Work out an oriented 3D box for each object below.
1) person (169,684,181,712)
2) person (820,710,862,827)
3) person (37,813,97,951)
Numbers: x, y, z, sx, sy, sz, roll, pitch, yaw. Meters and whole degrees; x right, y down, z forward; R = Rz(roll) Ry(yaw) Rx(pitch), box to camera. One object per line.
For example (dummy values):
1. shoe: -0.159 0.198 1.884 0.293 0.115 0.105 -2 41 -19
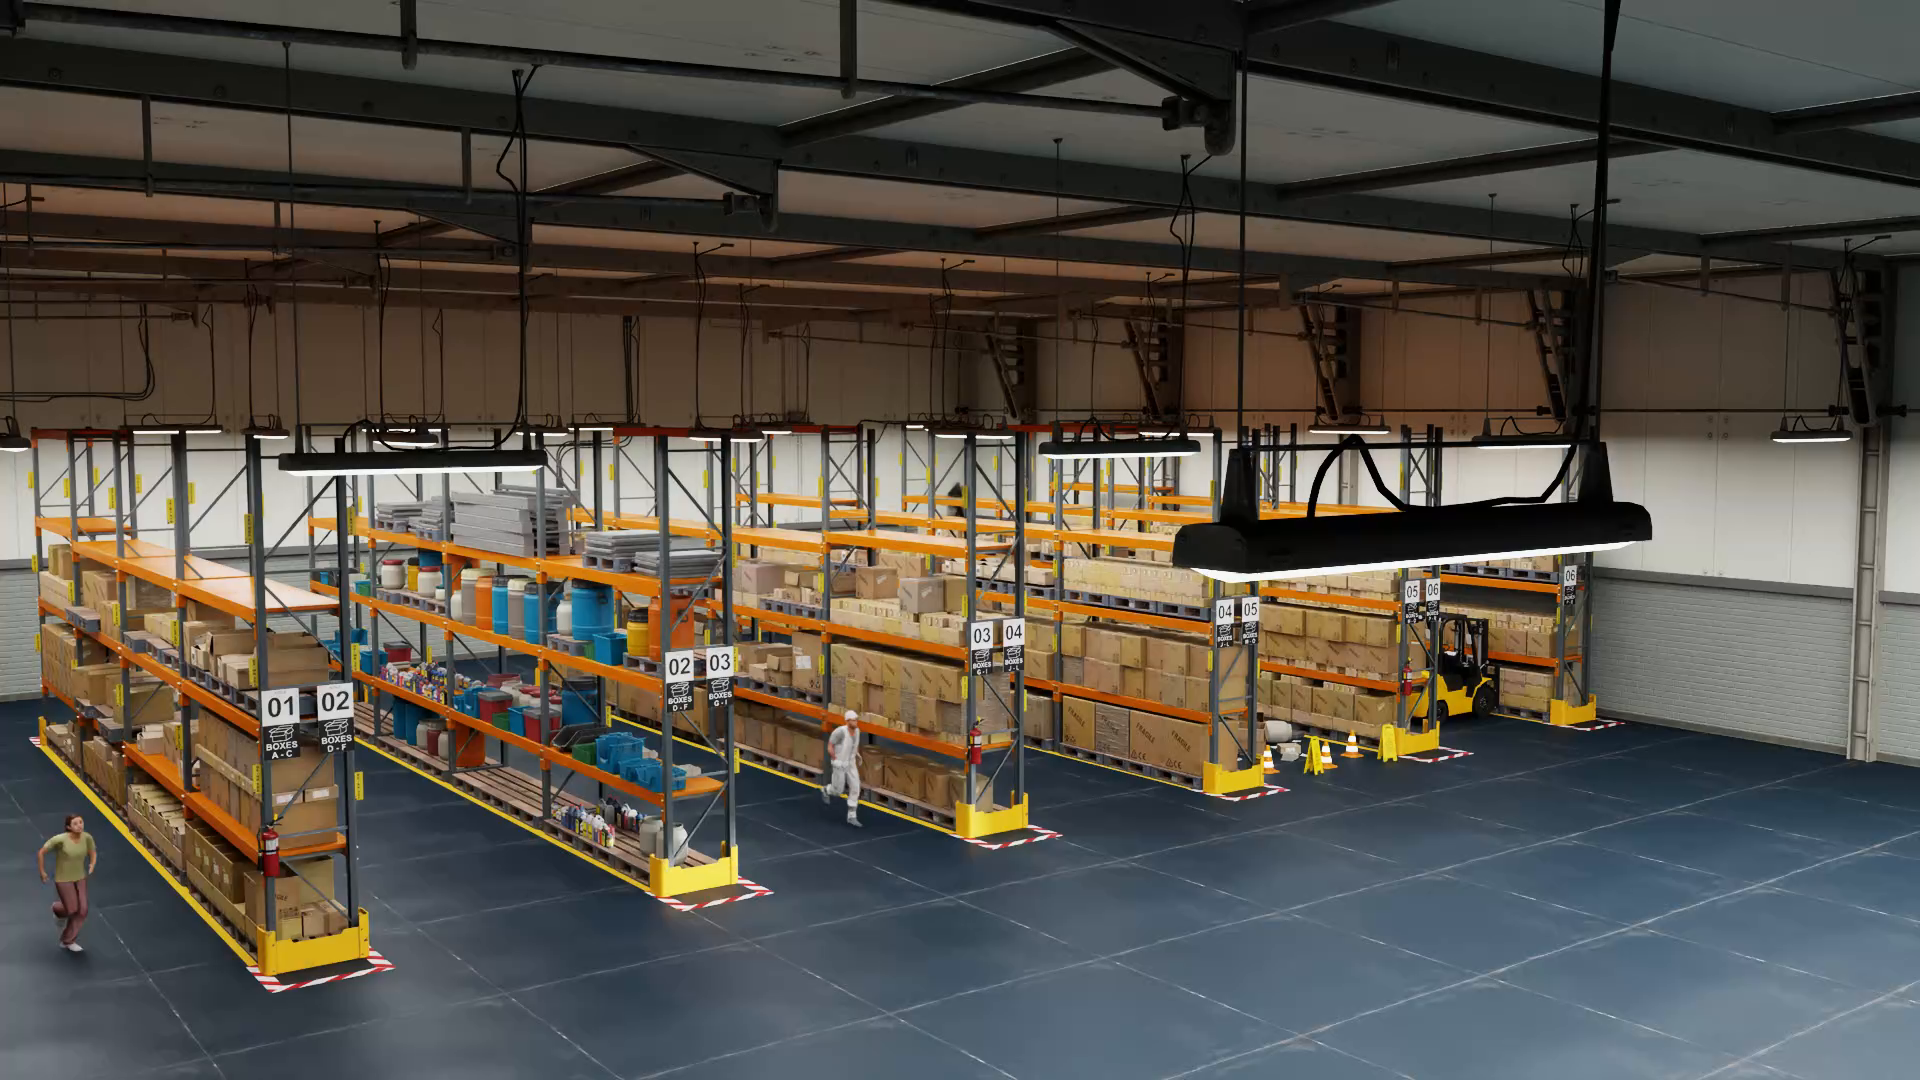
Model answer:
1. person: -15.472 2.922 32.755 0.784 1.765 0.805 2 5 27
2. person: -1.805 3.467 25.559 0.659 1.766 0.986 -4 6 -41
3. person: -10.463 4.006 19.548 0.646 1.620 0.618 3 6 36
